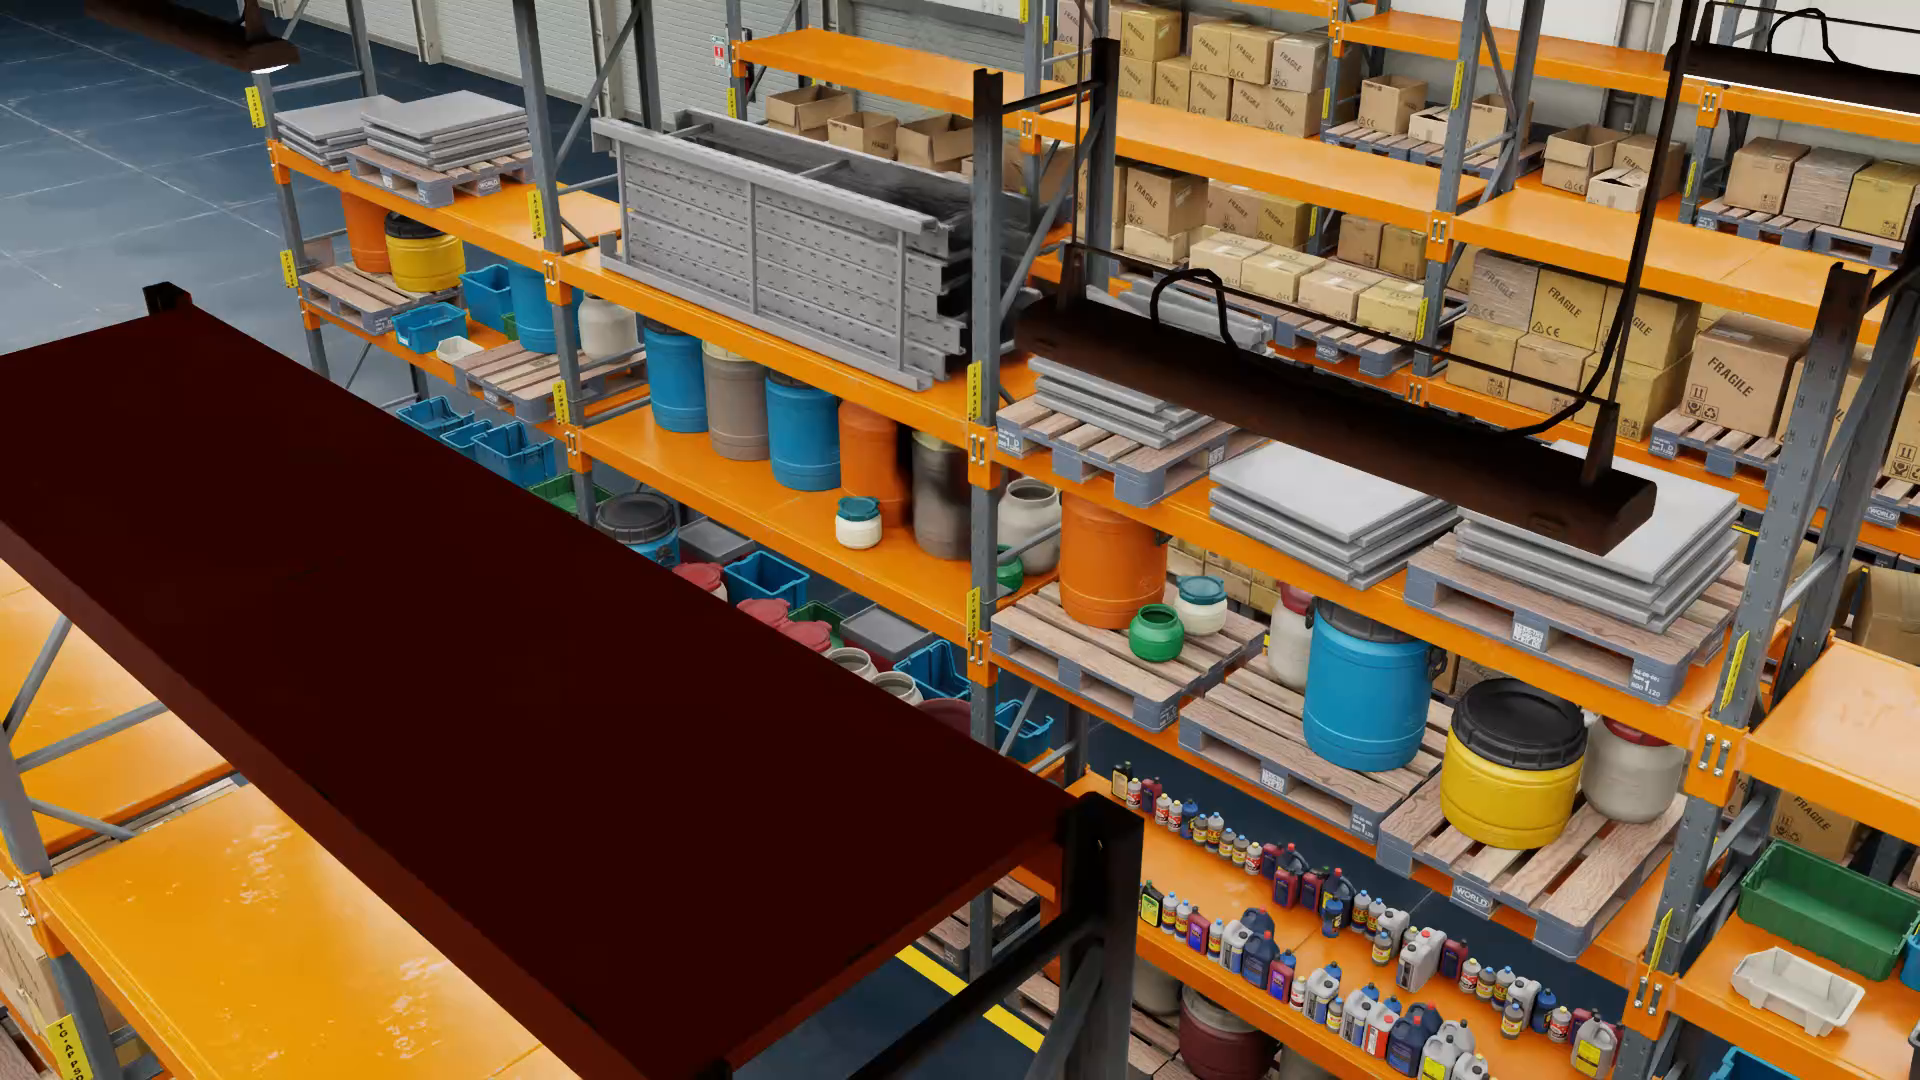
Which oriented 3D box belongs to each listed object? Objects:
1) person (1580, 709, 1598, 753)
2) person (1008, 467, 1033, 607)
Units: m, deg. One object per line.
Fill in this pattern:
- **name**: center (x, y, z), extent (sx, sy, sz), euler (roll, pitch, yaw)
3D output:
- **person**: center (4.112, 1.799, 11.321), extent (0.669, 1.551, 0.596), euler (19, 34, 30)
- **person**: center (0.475, 0.200, 13.531), extent (0.676, 1.892, 0.679), euler (23, 36, 34)
